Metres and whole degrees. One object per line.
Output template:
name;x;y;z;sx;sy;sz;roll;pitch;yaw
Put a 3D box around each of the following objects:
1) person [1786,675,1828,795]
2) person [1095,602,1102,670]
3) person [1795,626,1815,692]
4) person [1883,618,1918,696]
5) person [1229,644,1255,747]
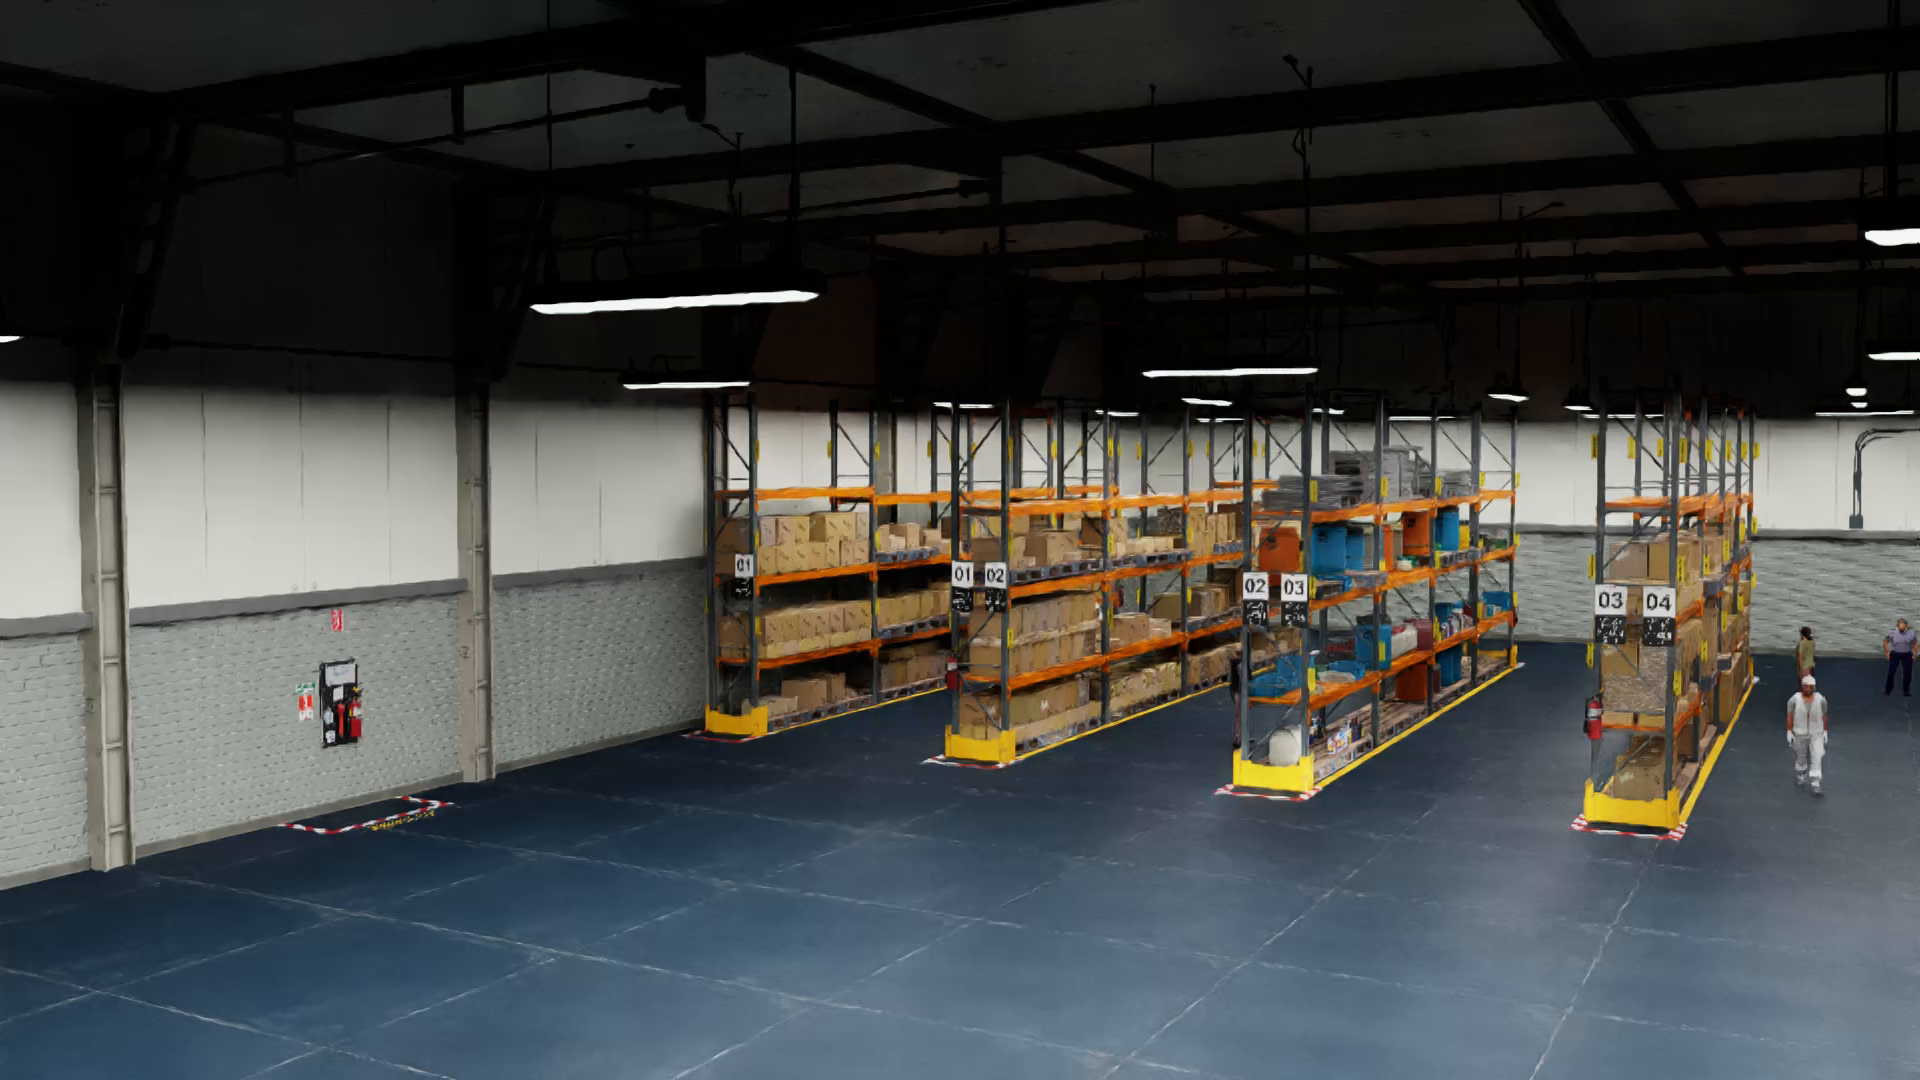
person;12.375;2.813;24.292;0.557;1.704;1.114;2;3;27
person;2.995;2.188;36.330;0.734;1.696;0.856;2;4;34
person;15.960;2.450;31.514;0.493;1.675;0.477;-2;4;-31
person;19.199;2.379;33.945;0.625;1.596;0.517;2;3;27
person;4.782;2.609;28.080;0.450;1.727;0.584;0;3;-3
